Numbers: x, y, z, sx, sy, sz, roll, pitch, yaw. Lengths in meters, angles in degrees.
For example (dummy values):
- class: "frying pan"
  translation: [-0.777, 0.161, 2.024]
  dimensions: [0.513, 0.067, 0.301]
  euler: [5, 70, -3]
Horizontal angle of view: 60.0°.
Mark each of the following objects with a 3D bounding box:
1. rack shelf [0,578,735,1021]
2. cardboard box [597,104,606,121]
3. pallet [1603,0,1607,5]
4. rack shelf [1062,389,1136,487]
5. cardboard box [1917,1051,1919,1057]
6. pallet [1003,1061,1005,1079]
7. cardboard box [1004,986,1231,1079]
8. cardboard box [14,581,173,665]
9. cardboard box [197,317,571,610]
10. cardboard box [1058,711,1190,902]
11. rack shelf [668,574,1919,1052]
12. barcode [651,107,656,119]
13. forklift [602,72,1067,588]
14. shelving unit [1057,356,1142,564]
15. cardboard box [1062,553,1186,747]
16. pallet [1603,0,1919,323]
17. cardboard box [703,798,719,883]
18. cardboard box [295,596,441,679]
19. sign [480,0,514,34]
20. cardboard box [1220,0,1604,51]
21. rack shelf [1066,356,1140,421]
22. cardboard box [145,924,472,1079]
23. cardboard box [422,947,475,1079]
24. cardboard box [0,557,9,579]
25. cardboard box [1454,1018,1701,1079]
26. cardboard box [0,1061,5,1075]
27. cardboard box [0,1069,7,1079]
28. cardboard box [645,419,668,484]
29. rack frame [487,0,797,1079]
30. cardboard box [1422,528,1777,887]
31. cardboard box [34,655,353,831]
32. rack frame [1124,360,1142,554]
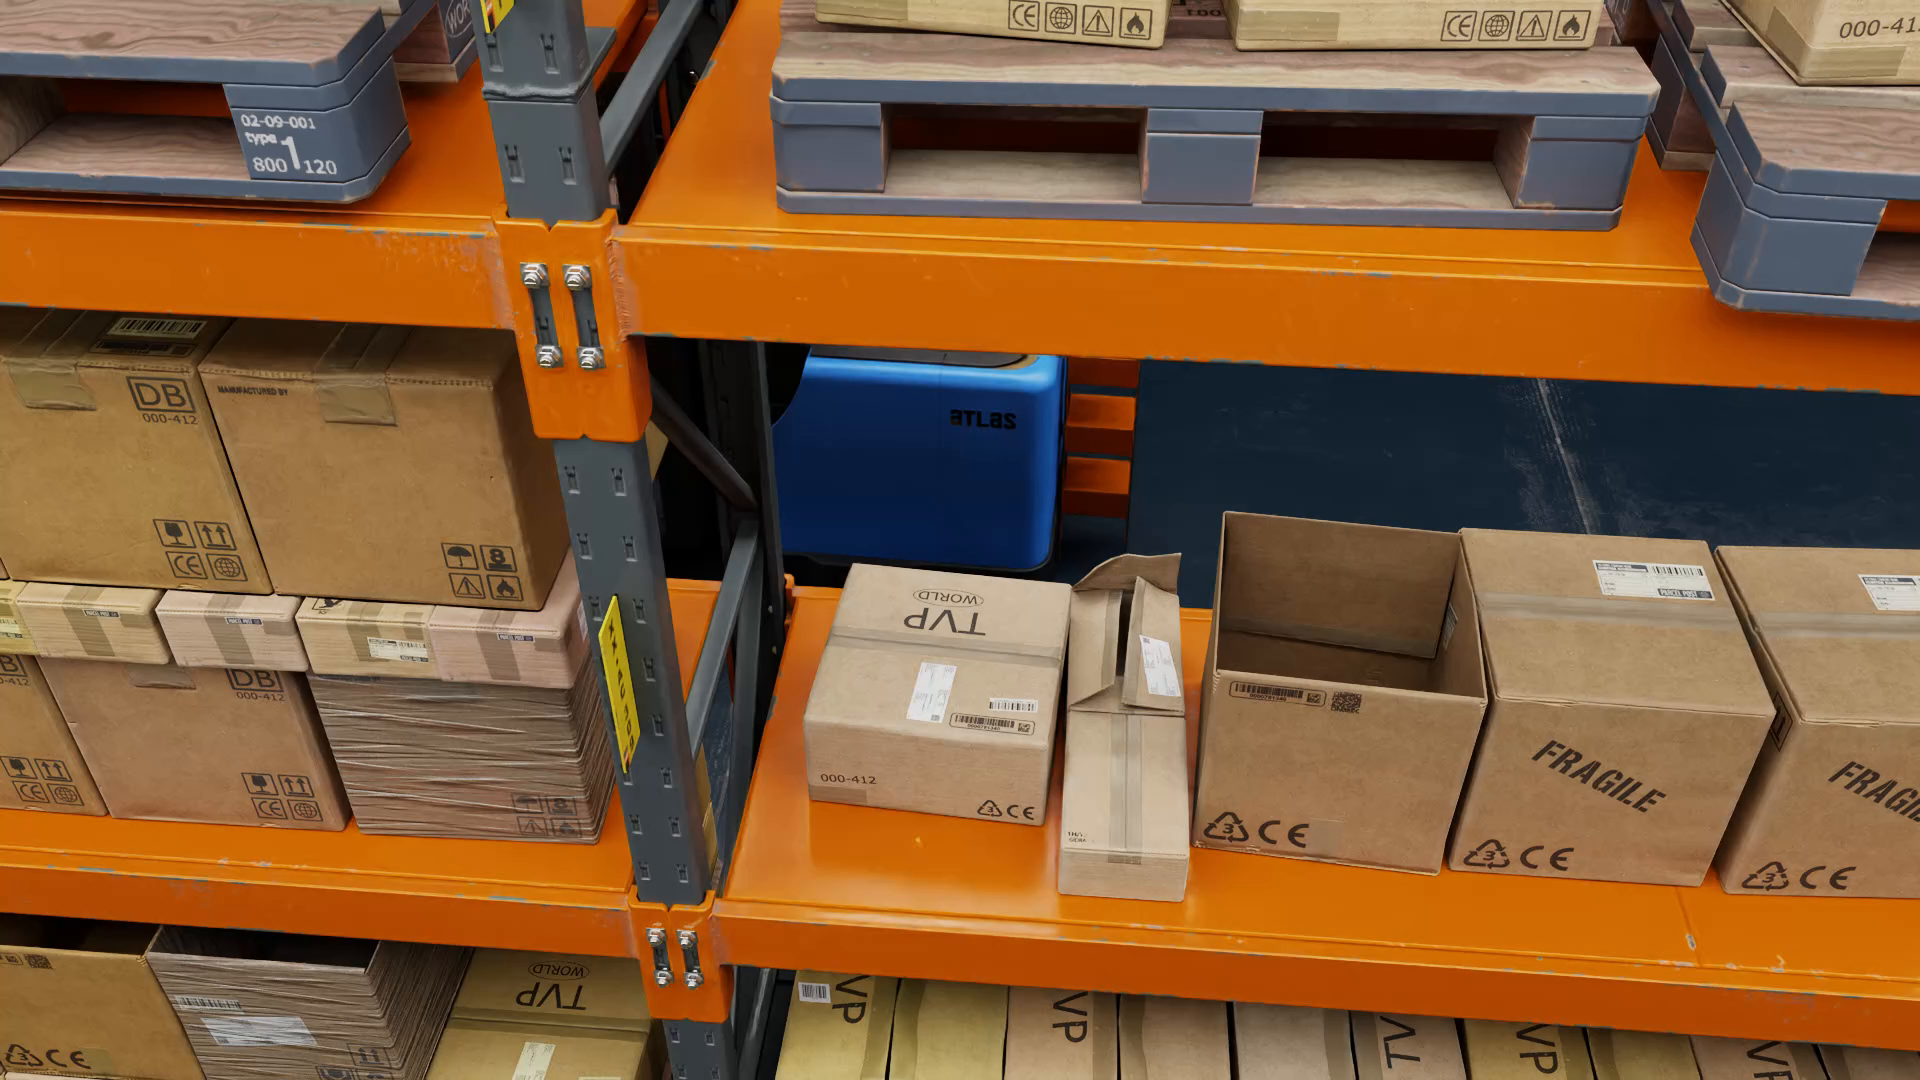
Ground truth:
- class: "rack shelf"
  translation: [-2.522, 0.436, 3.908]
  dimensions: [4.000, 0.370, 1.077]
  euler: [3, 39, 4]
- class: "cardboard box"
  translation: [-1.698, -2.015, 8.259]
  dimensions: [0.250, 0.149, 0.380]
  euler: [0, 39, 0]
- class: "pallet"
  translation: [3.160, -2.529, 7.133]
  dimensions: [1.003, 0.211, 1.213]
  euler: [3, 39, 4]
- class: "rack shelf"
  translation: [0.494, -0.363, 5.881]
  dimensions: [0.240, 0.259, 0.215]
  euler: [4, 39, 5]
- class: "cardboard box"
  translation: [2.394, 1.272, 3.713]
  dimensions: [0.500, 0.311, 0.500]
  euler: [3, 39, 3]
- class: "pallet"
  translation: [0.208, 1.363, 4.408]
  dimensions: [1.213, 0.211, 1.003]
  euler: [3, 39, 4]
- class: "cardboard box"
  translation: [0.359, 1.162, 3.848]
  dimensions: [0.500, 0.311, 0.500]
  euler: [3, 39, 3]
- class: "cardboard box"
  translation: [-1.588, 0.054, 3.214]
  dimensions: [0.250, 0.149, 0.380]
  euler: [3, 39, 4]
- class: "cardboard box"
  translation: [-0.972, -0.296, 3.131]
  dimensions: [0.500, 0.500, 0.700]
  euler: [3, 39, 4]
- class: "cardboard box"
  translation: [0.336, 0.540, 3.409]
  dimensions: [0.250, 0.149, 0.380]
  euler: [3, 39, 4]
- class: "rack shelf"
  translation: [1.463, 0.654, 3.641]
  dimensions: [4.000, 0.370, 1.077]
  euler: [3, 39, 4]
- class: "barcode"
  translation: [-1.557, -2.139, 8.323]
  dimensions: [0.075, 0.075, 0.001]
  euler: [3, 39, 4]
- class: "forklift"
  translation: [-1.139, -1.224, 5.432]
  dimensions: [3.031, 2.935, 1.130]
  euler: [4, 39, 5]
- class: "shelving unit"
  translation: [0.494, -0.371, 5.874]
  dimensions: [0.252, 1.050, 0.215]
  euler: [4, 39, 5]
- class: "cardboard box"
  translation: [0.362, 0.250, 3.673]
  dimensions: [0.258, 0.266, 0.396]
  euler: [2, 39, 3]
- class: "pallet"
  translation: [1.657, -0.646, 2.441]
  dimensions: [1.213, 0.211, 1.003]
  euler: [5, 39, 6]
- class: "cardboard box"
  translation: [-0.965, 0.953, 4.548]
  dimensions: [0.500, 0.250, 0.500]
  euler: [3, 39, 4]
- class: "cardboard box"
  translation: [-1.065, 0.081, 3.182]
  dimensions: [0.250, 0.149, 0.380]
  euler: [2, 39, 3]
- class: "sign"
  translation: [-0.576, -0.780, 1.983]
  dimensions: [0.005, 0.325, 0.100]
  euler: [3, 39, 4]
- class: "cardboard box"
  translation: [0.631, -0.935, 2.432]
  dimensions: [0.500, 0.250, 0.500]
  euler: [0, 39, -1]
- class: "rack shelf"
  translation: [0.494, -0.583, 5.701]
  dimensions: [0.240, 0.259, 0.215]
  euler: [4, 39, 5]
- class: "cardboard box"
  translation: [-1.508, 0.956, 3.951]
  dimensions: [0.500, 0.500, 0.500]
  euler: [3, 39, 4]
- class: "cardboard box"
  translation: [-1.508, 1.248, 4.186]
  dimensions: [0.500, 0.250, 0.500]
  euler: [3, 39, 4]
- class: "cardboard box"
  translation: [-1.975, -0.351, 3.198]
  dimensions: [0.500, 0.500, 0.700]
  euler: [3, 39, 4]
- class: "cardboard box"
  translation: [1.392, 1.214, 3.784]
  dimensions: [0.500, 0.311, 0.500]
  euler: [4, 39, 5]
- class: "cardboard box"
  translation: [-2.505, 0.913, 4.004]
  dimensions: [0.500, 0.500, 0.500]
  euler: [3, 39, 4]
- class: "cardboard box"
  translation: [-2.505, 1.203, 4.241]
  dimensions: [0.500, 0.250, 0.500]
  euler: [3, 39, 4]
- class: "cardboard box"
  translation: [-0.781, -0.161, 3.479]
  dimensions: [0.250, 0.149, 0.380]
  euler: [3, 39, 4]
- class: "rack frame"
  translation: [-0.530, 0.266, 3.547]
  dimensions: [0.127, 3.000, 1.000]
  euler: [3, 39, 4]
- class: "cardboard box"
  translation: [1.258, 0.335, 3.383]
  dimensions: [0.500, 0.500, 0.500]
  euler: [3, 39, 4]
- class: "cardboard box"
  translation: [-1.498, 0.182, 3.571]
  dimensions: [0.500, 0.500, 0.700]
  euler: [3, 39, 3]
- class: "rack frame"
  translation: [0.615, -0.362, 5.863]
  dimensions: [0.008, 1.050, 0.200]
  euler: [4, 39, 5]
